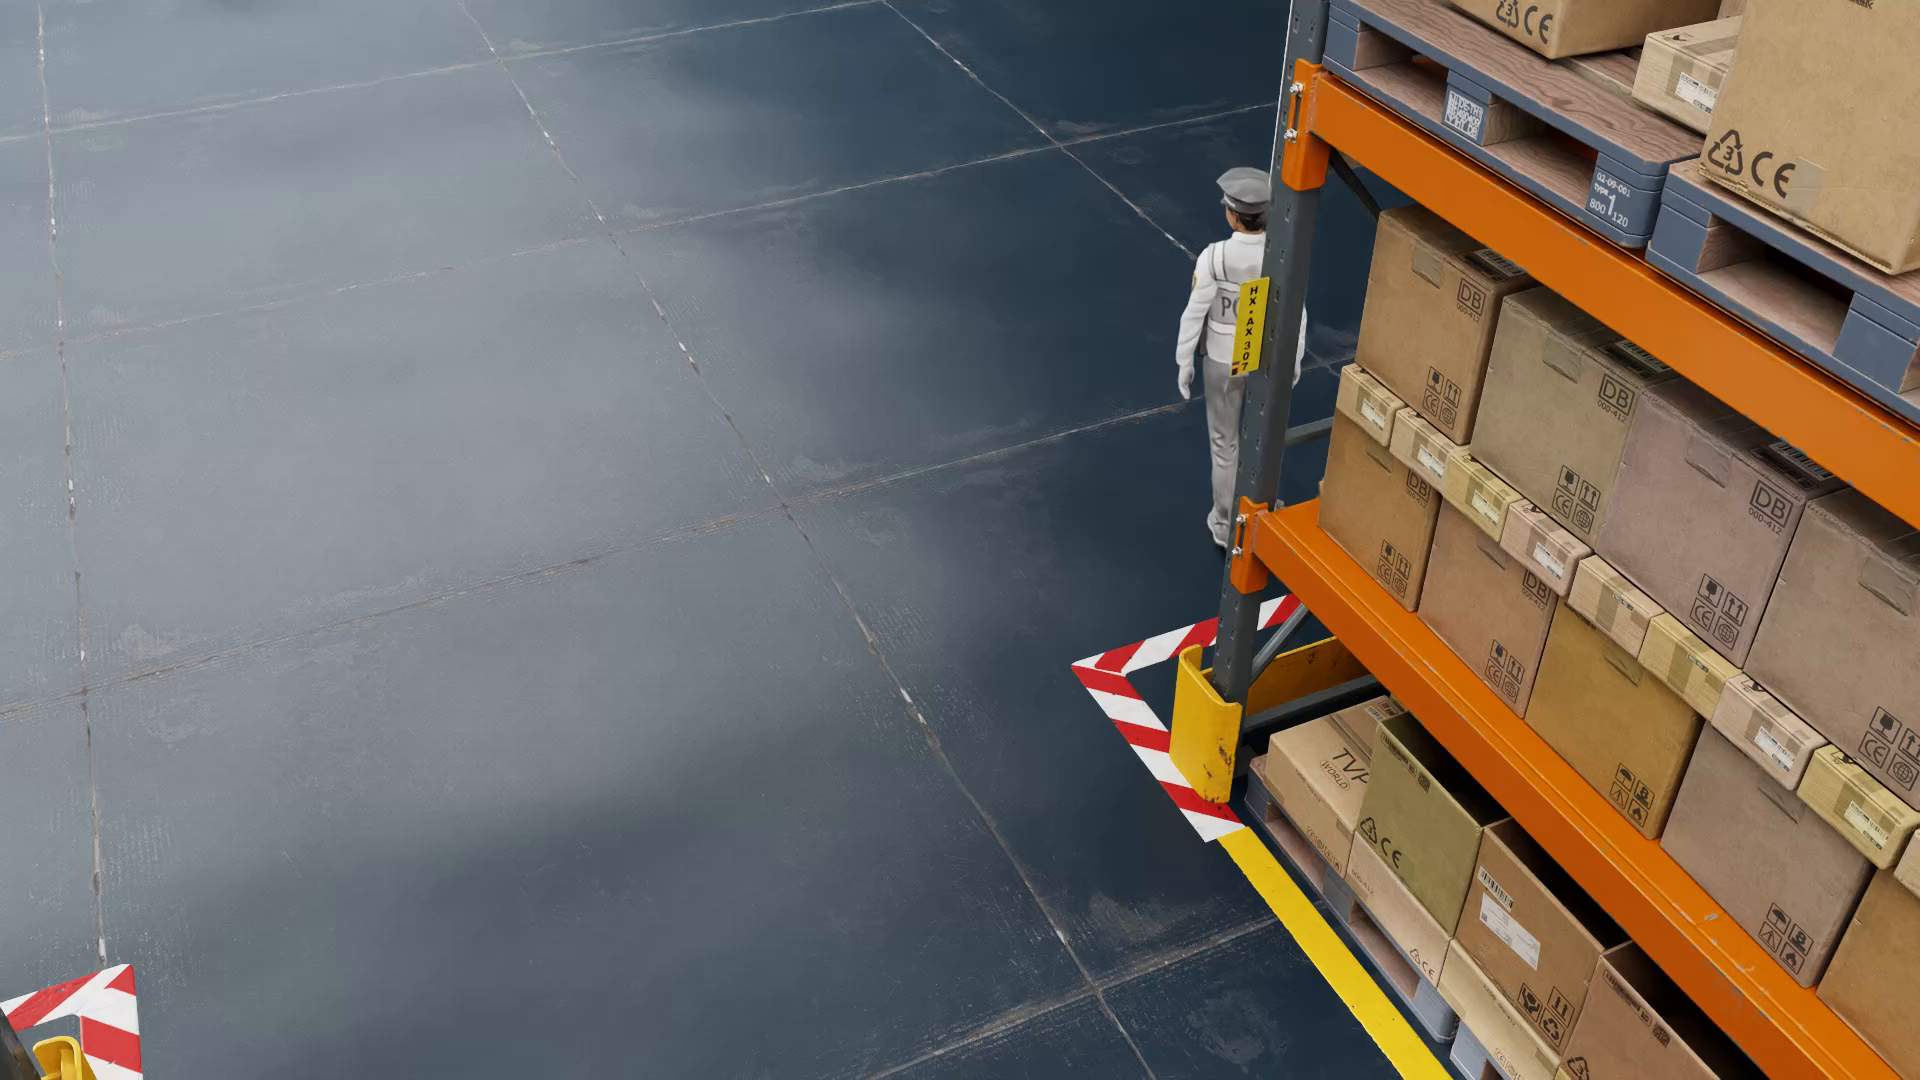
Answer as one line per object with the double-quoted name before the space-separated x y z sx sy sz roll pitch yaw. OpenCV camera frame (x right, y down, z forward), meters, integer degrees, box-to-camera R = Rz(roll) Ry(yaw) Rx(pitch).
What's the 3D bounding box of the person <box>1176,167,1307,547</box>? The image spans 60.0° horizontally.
"person" 1.217 -0.728 7.109 0.589 1.696 0.458 -1 38 -2
